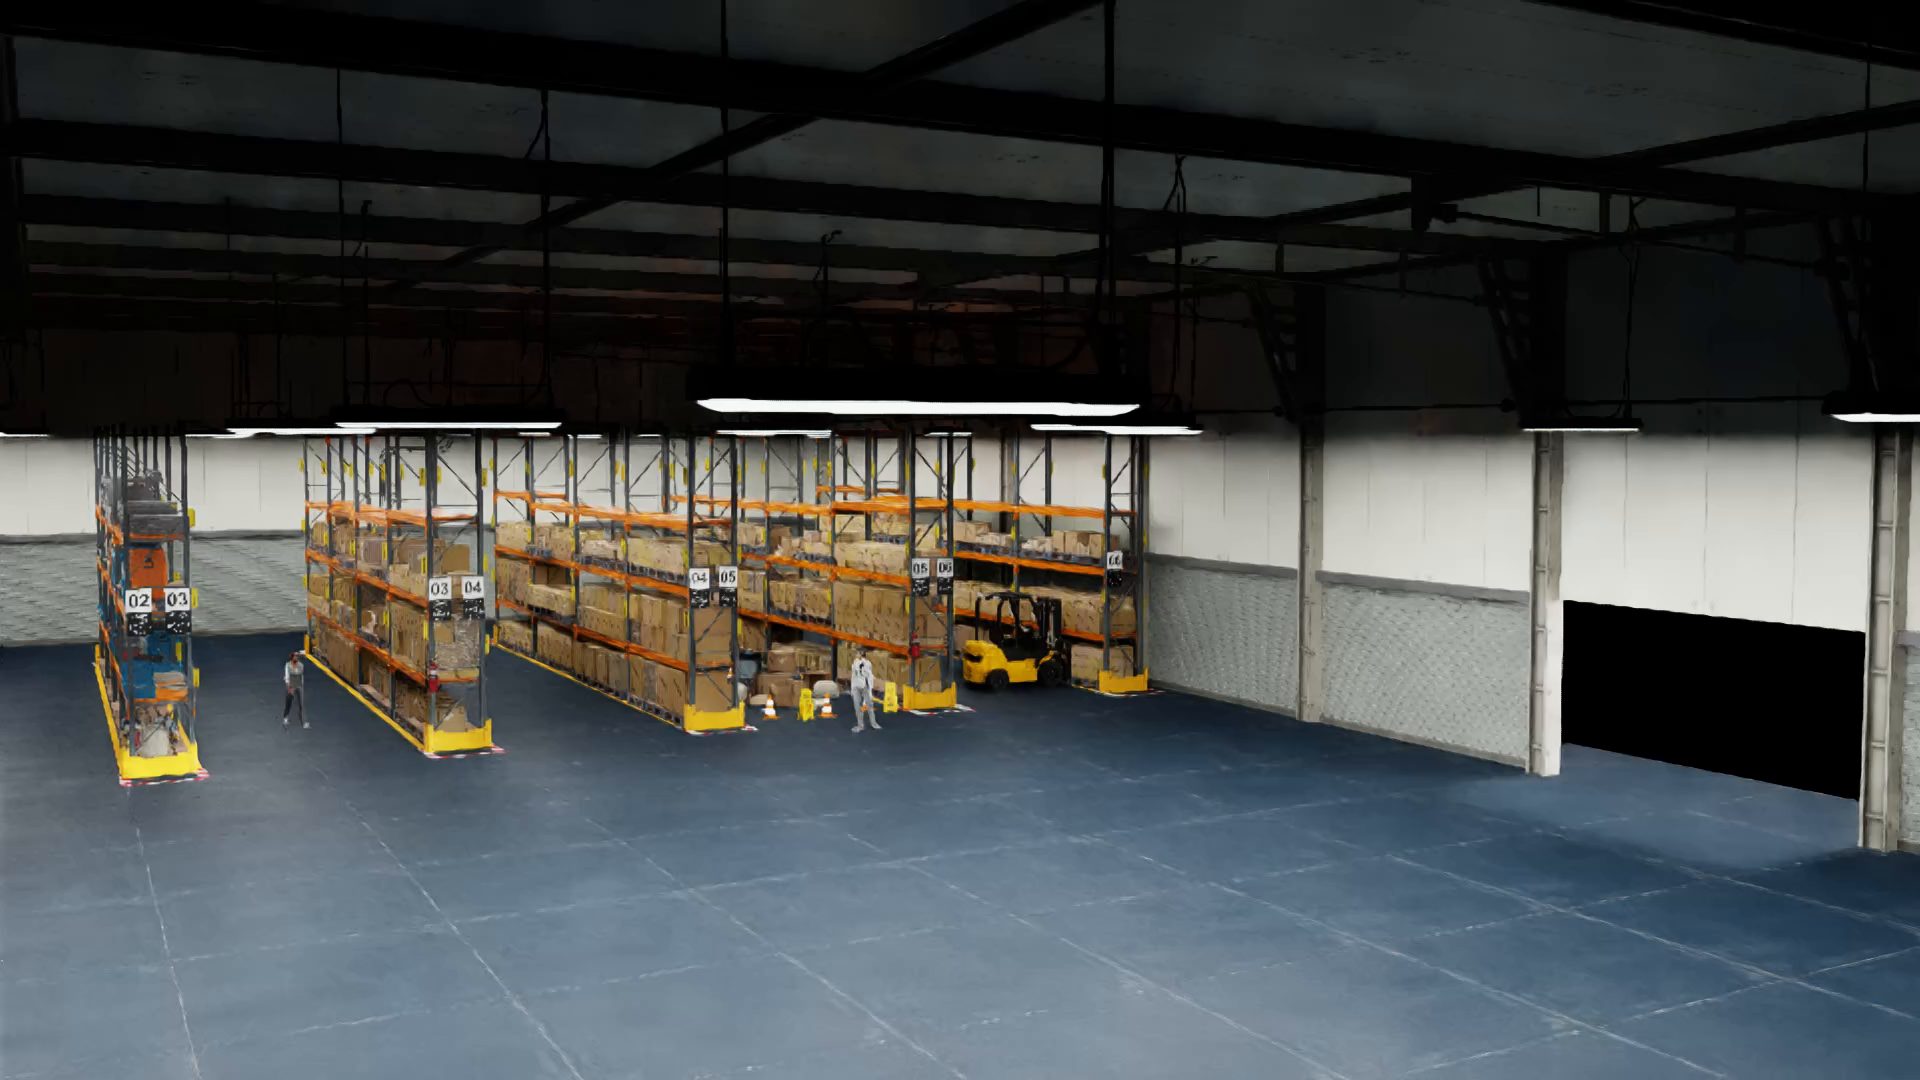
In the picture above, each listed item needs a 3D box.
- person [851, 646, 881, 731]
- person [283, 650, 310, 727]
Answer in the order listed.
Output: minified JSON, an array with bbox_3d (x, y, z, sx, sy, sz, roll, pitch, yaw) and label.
[{"bbox_3d":[-1.886,2.911,32.832,0.572,1.668,0.531,2,4,33],"label":"person"},{"bbox_3d":[-13.220,2.943,33.009,0.411,1.533,0.957,-3,4,-37],"label":"person"}]
